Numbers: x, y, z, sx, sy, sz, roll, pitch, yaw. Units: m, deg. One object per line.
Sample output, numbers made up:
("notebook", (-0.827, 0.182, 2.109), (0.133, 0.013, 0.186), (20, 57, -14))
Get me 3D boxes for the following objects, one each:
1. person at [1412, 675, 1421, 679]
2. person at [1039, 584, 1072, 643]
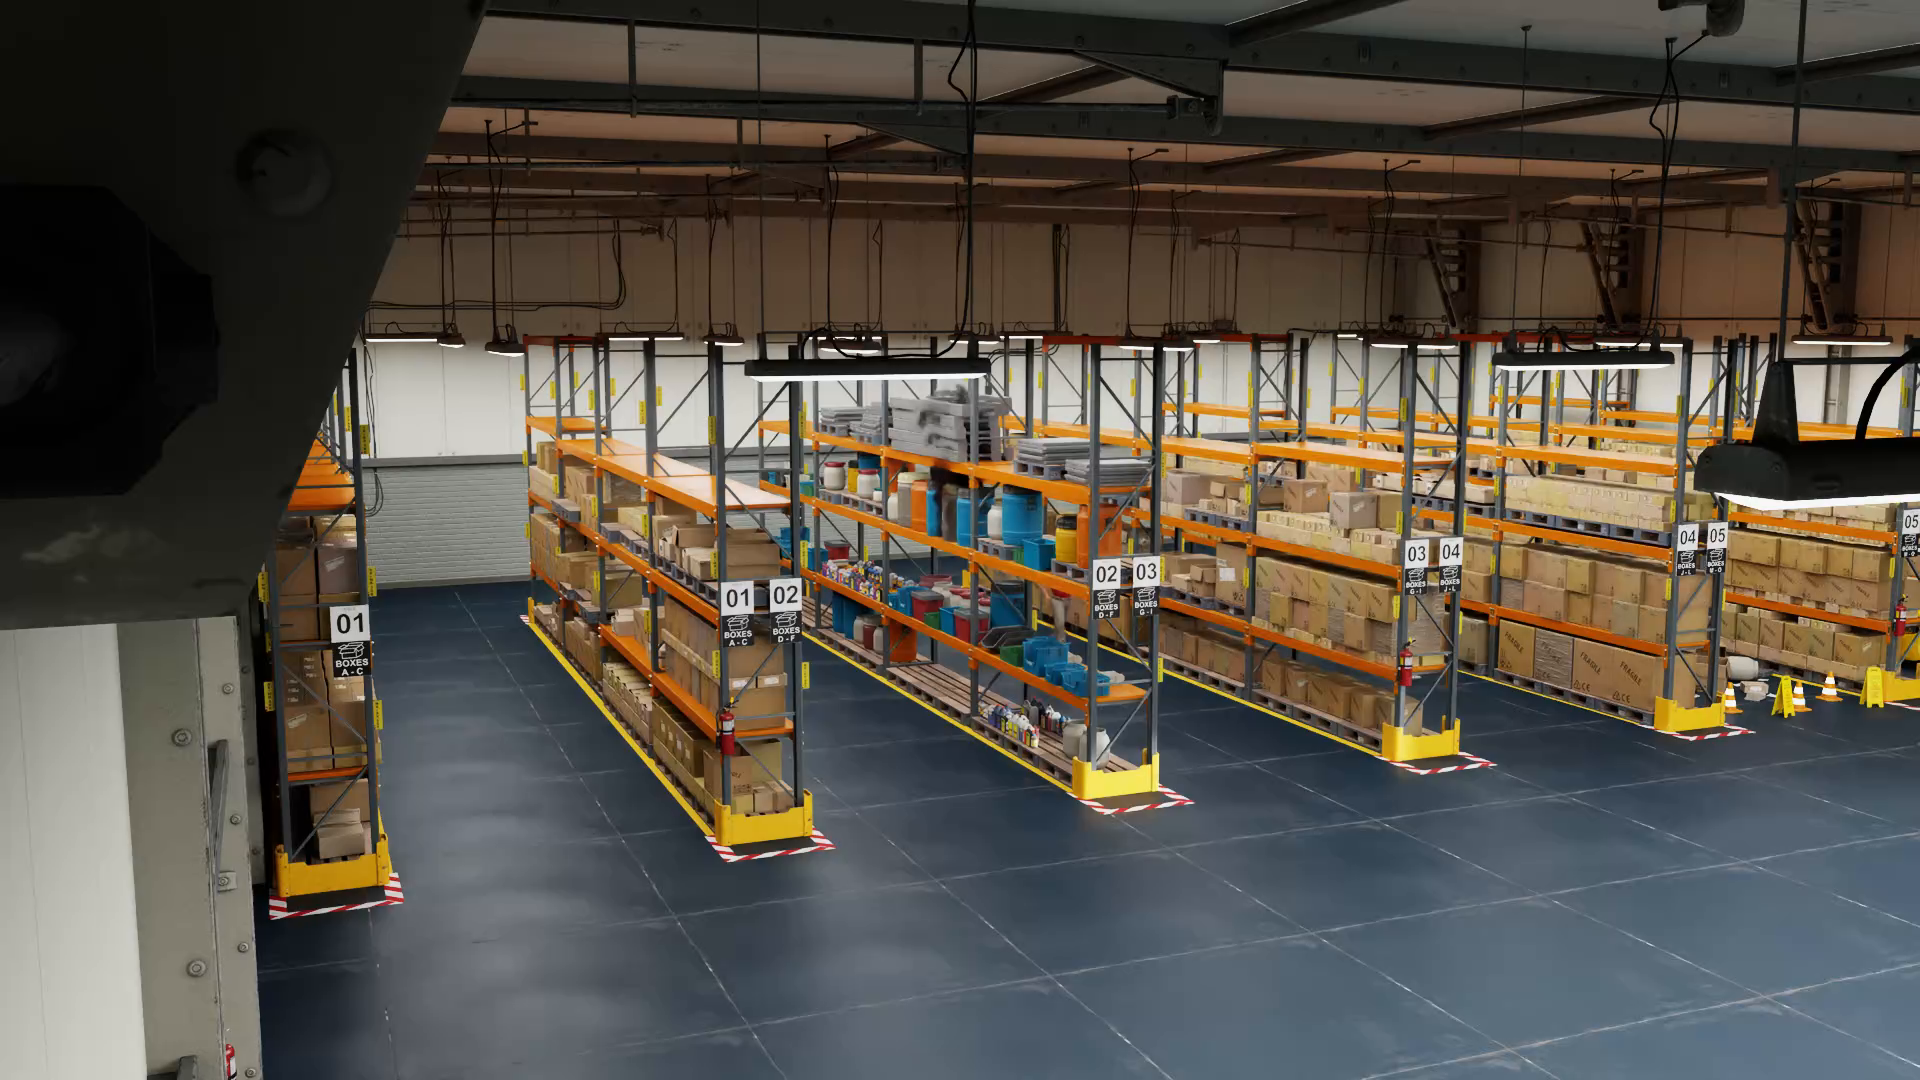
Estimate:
("person", (7.859, 1.498, 29.501), (0.699, 1.771, 1.064), (-3, 8, -24))
("person", (1.841, 1.198, 30.054), (0.640, 1.809, 0.755), (-6, 9, -36))
